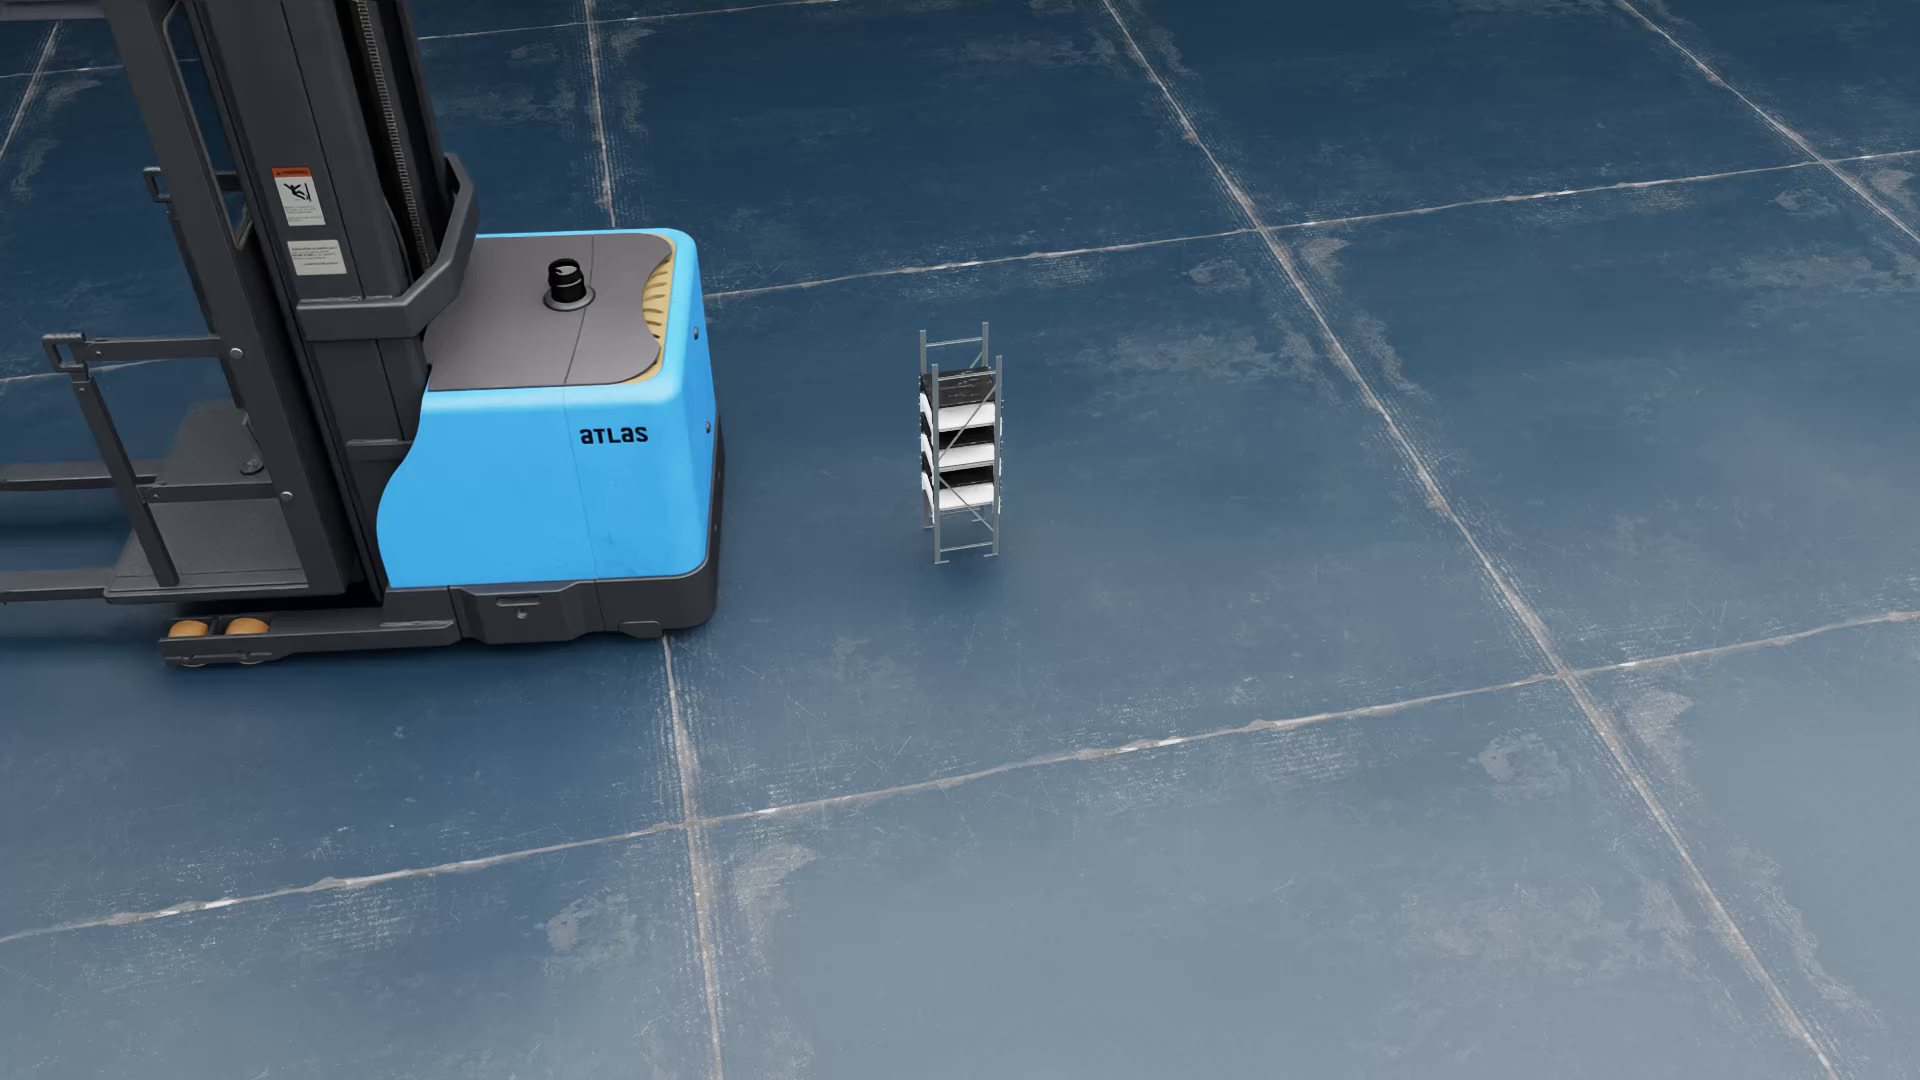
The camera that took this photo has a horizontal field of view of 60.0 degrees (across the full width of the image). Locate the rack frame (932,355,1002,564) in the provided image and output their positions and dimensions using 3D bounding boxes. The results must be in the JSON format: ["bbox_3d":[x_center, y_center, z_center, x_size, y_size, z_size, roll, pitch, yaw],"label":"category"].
[{"bbox_3d":[0.024,-0.265,5.871,0.240,0.900,0.006,-8,42,-9],"label":"rack frame"}]

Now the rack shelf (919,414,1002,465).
[{"bbox_3d":[0.002,-0.374,5.908,0.258,0.077,0.200,-8,42,-9],"label":"rack shelf"}]

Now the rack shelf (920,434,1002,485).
[{"bbox_3d":[0.002,-0.306,5.967,0.258,0.077,0.200,-8,42,-9],"label":"rack shelf"}]

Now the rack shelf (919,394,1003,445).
[{"bbox_3d":[0.002,-0.441,5.848,0.258,0.077,0.200,-8,42,-9],"label":"rack shelf"}]

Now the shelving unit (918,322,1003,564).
[{"bbox_3d":[0.002,-0.331,5.945,0.258,0.900,0.210,-8,42,-9],"label":"shelving unit"}]

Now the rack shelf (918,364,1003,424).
[{"bbox_3d":[0.002,-0.508,5.788,0.258,0.077,0.200,-8,42,-9],"label":"rack shelf"}]

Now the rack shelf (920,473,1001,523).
[{"bbox_3d":[0.002,-0.172,6.087,0.258,0.077,0.200,-8,42,-9],"label":"rack shelf"}]

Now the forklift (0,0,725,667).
[{"bbox_3d":[-2.403,-1.021,5.193,3.031,2.935,1.130,-3,42,-3],"label":"forklift"}]

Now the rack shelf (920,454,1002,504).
[{"bbox_3d":[0.002,-0.239,6.027,0.258,0.077,0.200,-8,42,-9],"label":"rack shelf"}]

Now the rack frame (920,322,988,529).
[{"bbox_3d":[-0.020,-0.397,6.020,0.240,0.900,0.006,-8,42,-9],"label":"rack frame"}]
